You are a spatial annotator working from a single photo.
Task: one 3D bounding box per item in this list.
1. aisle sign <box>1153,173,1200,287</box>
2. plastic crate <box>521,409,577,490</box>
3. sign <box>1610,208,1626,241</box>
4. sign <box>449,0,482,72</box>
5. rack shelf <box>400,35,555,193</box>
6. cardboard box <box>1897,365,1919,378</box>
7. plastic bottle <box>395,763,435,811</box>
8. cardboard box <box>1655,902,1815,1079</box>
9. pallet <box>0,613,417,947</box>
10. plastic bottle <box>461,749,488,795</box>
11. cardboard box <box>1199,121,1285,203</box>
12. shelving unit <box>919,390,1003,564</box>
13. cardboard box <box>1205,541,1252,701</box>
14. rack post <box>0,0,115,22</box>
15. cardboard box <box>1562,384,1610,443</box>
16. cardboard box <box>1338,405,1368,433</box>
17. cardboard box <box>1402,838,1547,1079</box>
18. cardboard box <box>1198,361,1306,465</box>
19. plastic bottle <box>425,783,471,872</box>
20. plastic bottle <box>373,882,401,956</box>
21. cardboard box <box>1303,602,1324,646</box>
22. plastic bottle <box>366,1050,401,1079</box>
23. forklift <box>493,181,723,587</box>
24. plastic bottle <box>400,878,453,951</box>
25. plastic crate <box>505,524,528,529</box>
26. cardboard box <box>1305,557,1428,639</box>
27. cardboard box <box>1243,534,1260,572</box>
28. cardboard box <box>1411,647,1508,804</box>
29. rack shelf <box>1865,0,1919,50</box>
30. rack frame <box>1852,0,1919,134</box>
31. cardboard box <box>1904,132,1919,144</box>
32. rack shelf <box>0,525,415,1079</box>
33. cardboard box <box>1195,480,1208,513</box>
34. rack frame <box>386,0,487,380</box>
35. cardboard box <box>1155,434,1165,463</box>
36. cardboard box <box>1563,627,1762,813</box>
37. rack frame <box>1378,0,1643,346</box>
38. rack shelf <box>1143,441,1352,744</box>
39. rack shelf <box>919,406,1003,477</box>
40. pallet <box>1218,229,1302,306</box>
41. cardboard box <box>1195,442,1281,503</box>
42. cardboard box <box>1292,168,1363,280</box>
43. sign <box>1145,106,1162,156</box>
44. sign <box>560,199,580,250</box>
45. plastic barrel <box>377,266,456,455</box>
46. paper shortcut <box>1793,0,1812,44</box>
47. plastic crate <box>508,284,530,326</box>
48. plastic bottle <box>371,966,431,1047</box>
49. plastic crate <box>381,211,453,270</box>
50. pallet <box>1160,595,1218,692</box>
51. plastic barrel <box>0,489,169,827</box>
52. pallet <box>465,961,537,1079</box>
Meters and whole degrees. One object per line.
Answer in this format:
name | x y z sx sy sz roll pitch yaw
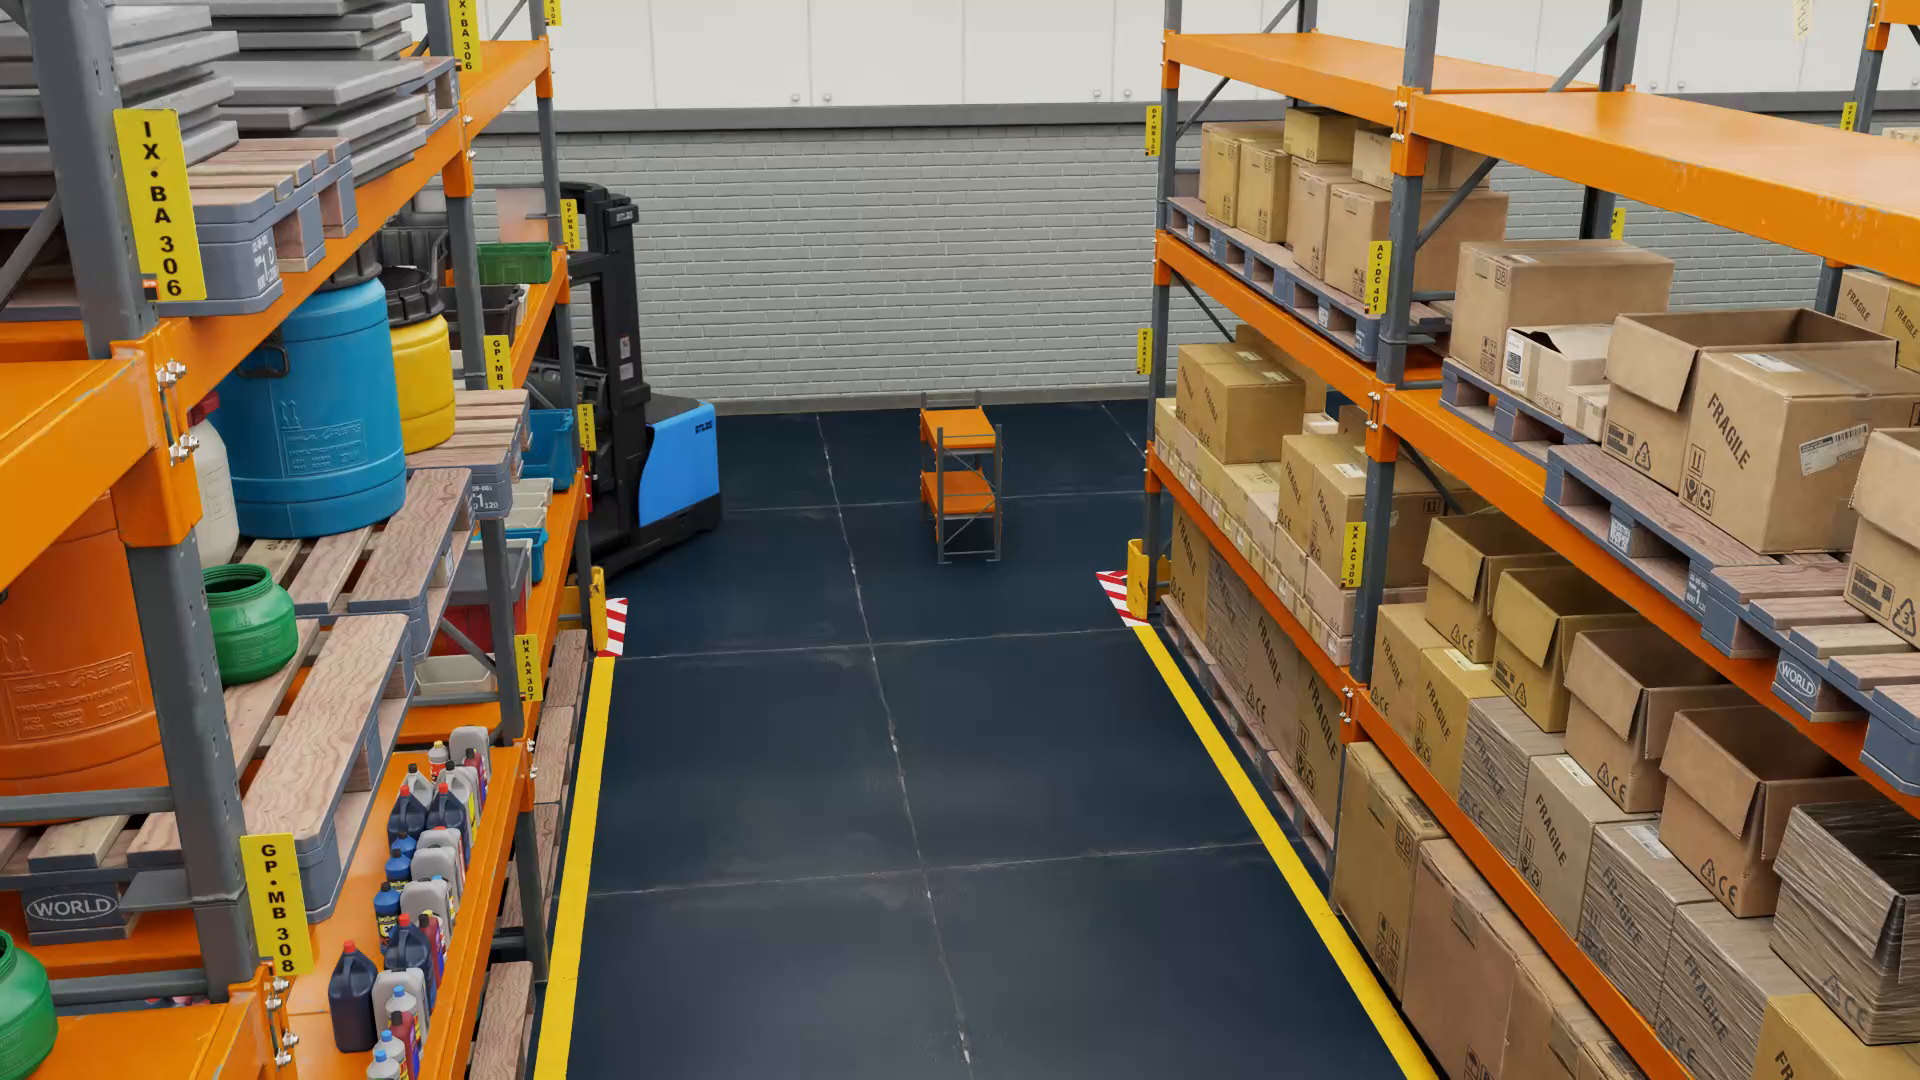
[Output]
aisle sign | 1.531 -2.128 11.411 0.394 0.787 0.004 -3 21 -8
plastic crate | -2.830 -0.589 10.869 0.616 0.435 0.499 -3 21 -8
sign | 2.951 -1.341 7.544 0.100 0.325 0.005 -3 21 -8
sign | -1.941 -2.005 6.522 0.100 0.325 0.005 -3 21 -8
rack shelf | -2.774 -2.244 8.463 1.077 0.370 4.000 -3 21 -8
cardboard box | 6.655 -0.948 11.400 0.500 0.500 0.500 -3 21 -8
plastic bottle | -2.172 1.066 6.644 0.144 0.351 0.185 -3 21 -8
cardboard box | 2.609 1.491 5.293 0.500 0.500 0.500 -3 21 -8
pallet | -1.923 0.533 3.985 1.003 0.211 1.213 -3 21 -8
plastic bottle | -2.066 0.986 7.072 0.097 0.201 0.097 0 20 0
cardboard box | 1.967 -2.419 10.732 0.700 0.500 0.500 -4 21 -11
shelving unit | -0.001 -0.529 13.526 0.538 1.125 1.048 -3 21 -8
cardboard box | 2.141 0.431 10.712 0.875 0.875 0.875 -3 21 -8
rack post | -2.119 -1.198 3.324 0.624 0.289 0.986 -3 21 -8
cardboard box | 2.481 -0.477 6.177 0.380 0.149 0.250 -4 21 -10
cardboard box | 2.456 -0.465 9.393 0.500 0.500 0.500 -4 21 -9
cardboard box | 2.657 1.813 7.011 1.225 0.875 0.875 -4 21 -10
cardboard box | 1.793 -0.789 10.258 0.500 0.500 0.500 -3 21 -9
plastic bottle | -2.003 1.123 6.492 0.144 0.351 0.185 -3 21 -8
plastic bottle | -2.052 1.355 5.984 0.097 0.271 0.097 0 20 0
cardboard box | 2.010 0.424 8.653 0.380 0.149 0.250 -3 21 -7
plastic bottle | -1.761 1.686 5.100 0.097 0.271 0.097 0 20 0
forklift | -3.182 -1.137 12.571 1.130 2.935 3.031 12 23 29
plastic bottle | -1.931 1.341 6.017 0.152 0.276 0.135 -3 21 -8
plastic crate | -2.613 0.016 9.678 0.298 0.136 0.250 -3 21 -8
cardboard box | 2.092 0.276 8.480 0.500 0.250 0.500 -3 21 -9
cardboard box | 1.861 0.068 9.605 0.380 0.149 0.250 -3 21 -9
cardboard box | 2.307 0.784 7.188 0.500 0.500 0.500 -3 21 -8
rack shelf | 7.050 -2.895 9.639 1.077 0.370 4.000 -3 21 -8
rack frame | 6.761 -3.926 11.366 1.000 3.000 0.127 -3 21 -8
cardboard box | 6.602 -2.659 11.191 0.380 0.149 0.250 -2 21 -6
rack shelf | -2.198 0.359 5.210 1.077 0.370 4.000 -3 21 -8
cardboard box | 1.713 -0.288 10.558 0.380 0.149 0.250 -3 21 -9
rack frame | -2.486 -2.076 6.413 1.000 3.000 0.127 -3 21 -8
cardboard box | 1.563 -0.643 11.510 0.380 0.149 0.250 -3 21 -7
cardboard box | 2.708 0.641 6.136 0.797 0.503 0.637 -2 21 -6
rack frame | 2.415 -2.326 7.082 1.000 3.000 0.127 -3 21 -8
rack shelf | 2.127 0.129 10.112 1.077 0.370 4.000 -3 21 -8
rack shelf | -0.001 -0.803 13.423 0.538 0.278 1.000 -3 21 -8
pallet | 2.135 -1.584 9.511 1.003 0.211 1.213 -3 21 -8
cardboard box | 1.791 -0.436 10.385 0.500 0.250 0.500 -4 21 -10
cardboard box | 2.170 -1.665 8.715 0.700 0.500 0.500 -2 21 -5
sign | 1.289 -2.726 11.079 0.100 0.325 0.005 -3 21 -8
sign | -2.521 -2.040 10.754 0.100 0.325 0.005 -3 21 -8
plastic barrel | -2.154 -0.650 6.013 0.600 0.588 0.600 0 20 0
paper shortcut | 2.282 -1.437 4.503 0.009 0.170 0.078 7 -12 -11
plastic crate | -2.519 -1.229 8.810 0.437 0.136 0.530 -3 21 -8
plastic bottle | -1.852 1.531 5.507 0.152 0.276 0.135 -3 21 -8
plastic crate | -3.283 -1.847 10.275 0.497 0.269 0.590 -3 21 -8
pallet | 2.031 0.679 11.597 1.003 0.211 1.213 -3 21 -8
plastic barrel | -1.988 0.119 3.608 0.600 0.830 0.708 -3 21 -8
pallet | -2.416 2.310 7.230 1.003 0.211 1.213 -3 21 -8
